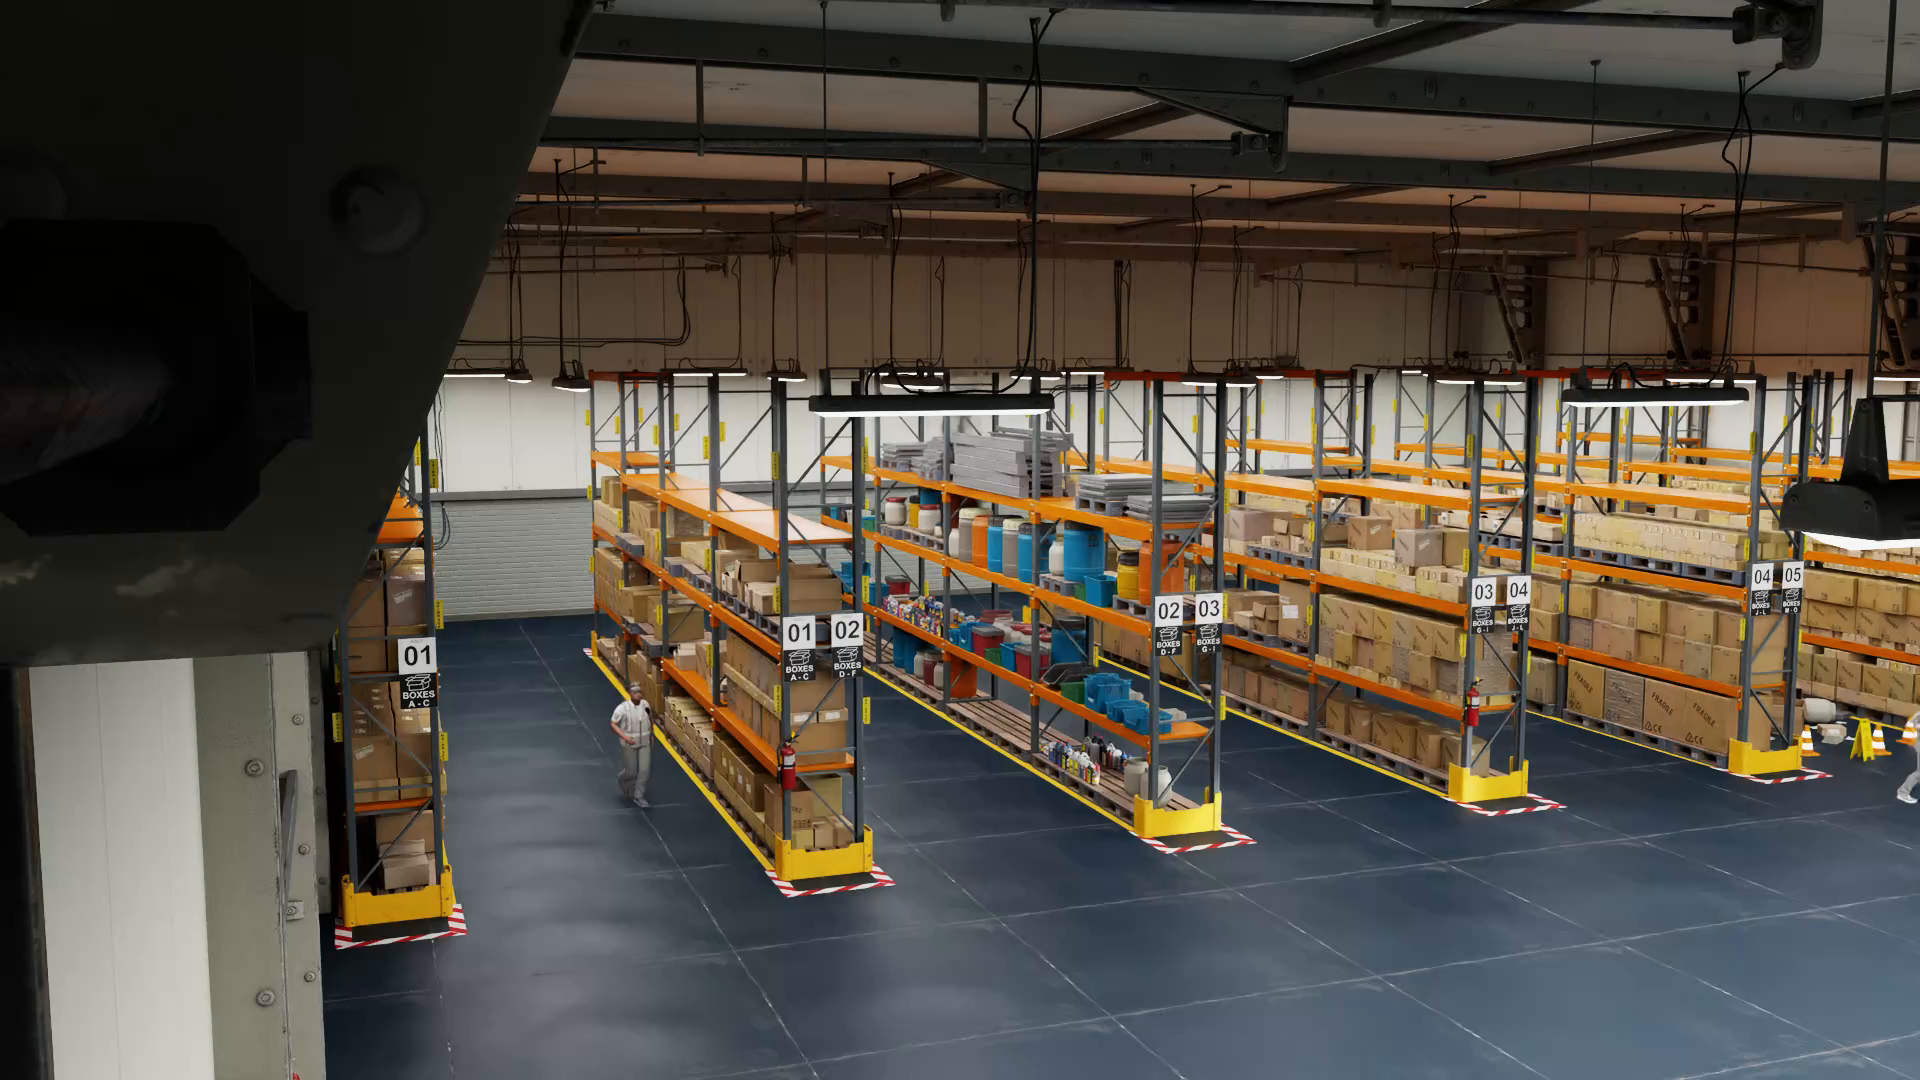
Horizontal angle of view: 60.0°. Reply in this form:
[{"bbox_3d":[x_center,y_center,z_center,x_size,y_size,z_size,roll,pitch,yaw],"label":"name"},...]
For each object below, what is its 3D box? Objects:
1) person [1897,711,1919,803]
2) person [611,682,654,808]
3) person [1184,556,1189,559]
[{"bbox_3d":[13.532,2.950,23.257,0.685,1.625,0.551,4,7,30],"label":"person"},{"bbox_3d":[-4.613,2.855,23.505,0.660,1.760,0.722,-4,8,-33],"label":"person"},{"bbox_3d":[5.215,1.154,39.251,0.732,1.572,0.695,0,6,4],"label":"person"}]
